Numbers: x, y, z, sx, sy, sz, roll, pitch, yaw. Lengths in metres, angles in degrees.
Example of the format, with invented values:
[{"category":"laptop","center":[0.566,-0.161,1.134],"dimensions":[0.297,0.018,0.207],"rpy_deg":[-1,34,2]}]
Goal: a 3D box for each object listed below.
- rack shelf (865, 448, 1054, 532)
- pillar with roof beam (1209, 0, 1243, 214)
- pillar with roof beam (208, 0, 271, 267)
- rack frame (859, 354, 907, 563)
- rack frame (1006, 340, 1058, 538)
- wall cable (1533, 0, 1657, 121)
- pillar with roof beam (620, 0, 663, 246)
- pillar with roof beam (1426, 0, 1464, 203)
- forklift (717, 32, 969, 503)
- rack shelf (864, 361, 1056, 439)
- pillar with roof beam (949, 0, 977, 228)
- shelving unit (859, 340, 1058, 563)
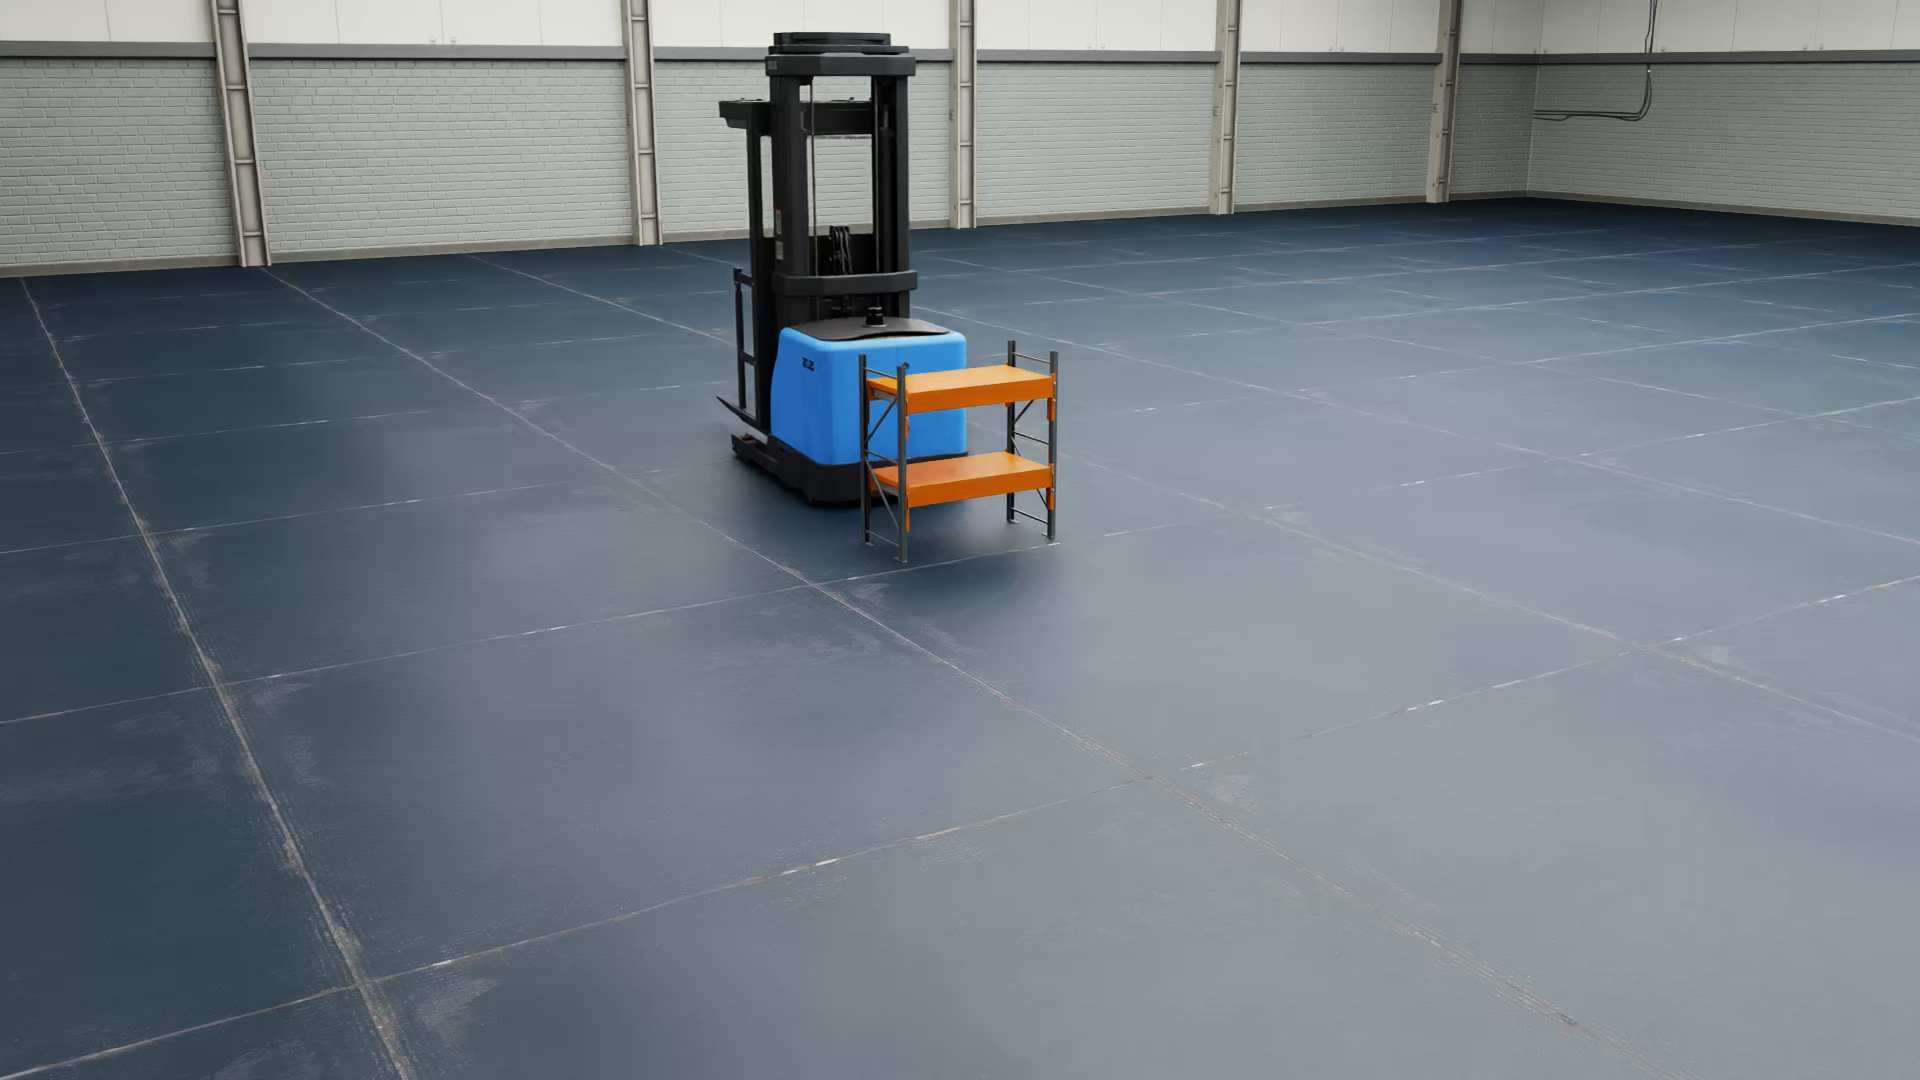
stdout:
[{"category":"rack shelf","center":[-0.006,-0.305,9.821],"dimensions":[1.000,0.278,0.538],"rpy_deg":[-9,18,-30]},{"category":"pillar with roof beam","center":[7.410,-9.831,28.310],"dimensions":[0.400,9.000,9.100],"rpy_deg":[-9,18,-30]},{"category":"pillar with roof beam","center":[-8.020,-7.329,19.384],"dimensions":[0.400,9.000,9.100],"rpy_deg":[-9,18,-30]},{"category":"rack frame","center":[-0.442,-0.470,9.503],"dimensions":[0.032,1.125,0.500],"rpy_deg":[-9,18,-30]},{"category":"rack frame","center":[0.430,-0.611,10.007],"dimensions":[0.032,1.125,0.500],"rpy_deg":[-9,18,-30]},{"category":"wall cable","center":[13.542,-10.270,35.627],"dimensions":[0.112,2.526,3.097],"rpy_deg":[-9,18,-30]},{"category":"pillar with roof beam","center":[-2.877,-8.163,22.359],"dimensions":[0.400,9.000,9.100],"rpy_deg":[-9,18,-30]},{"category":"pillar with roof beam","center":[12.553,-10.665,31.285],"dimensions":[0.400,9.000,9.100],"rpy_deg":[-9,18,-30]},{"category":"forklift","center":[-1.002,-2.002,11.620],"dimensions":[1.130,2.935,3.031],"rpy_deg":[-7,17,-23]},{"category":"rack shelf","center":[-0.006,-0.823,9.676],"dimensions":[1.000,0.278,0.538],"rpy_deg":[-9,18,-30]},{"category":"pillar with roof beam","center":[2.267,-8.997,25.334],"dimensions":[0.400,9.000,9.100],"rpy_deg":[-9,18,-30]},{"category":"shelving unit","center":[-0.006,-0.541,9.755],"dimensions":[1.048,1.125,0.538],"rpy_deg":[-9,18,-30]}]
